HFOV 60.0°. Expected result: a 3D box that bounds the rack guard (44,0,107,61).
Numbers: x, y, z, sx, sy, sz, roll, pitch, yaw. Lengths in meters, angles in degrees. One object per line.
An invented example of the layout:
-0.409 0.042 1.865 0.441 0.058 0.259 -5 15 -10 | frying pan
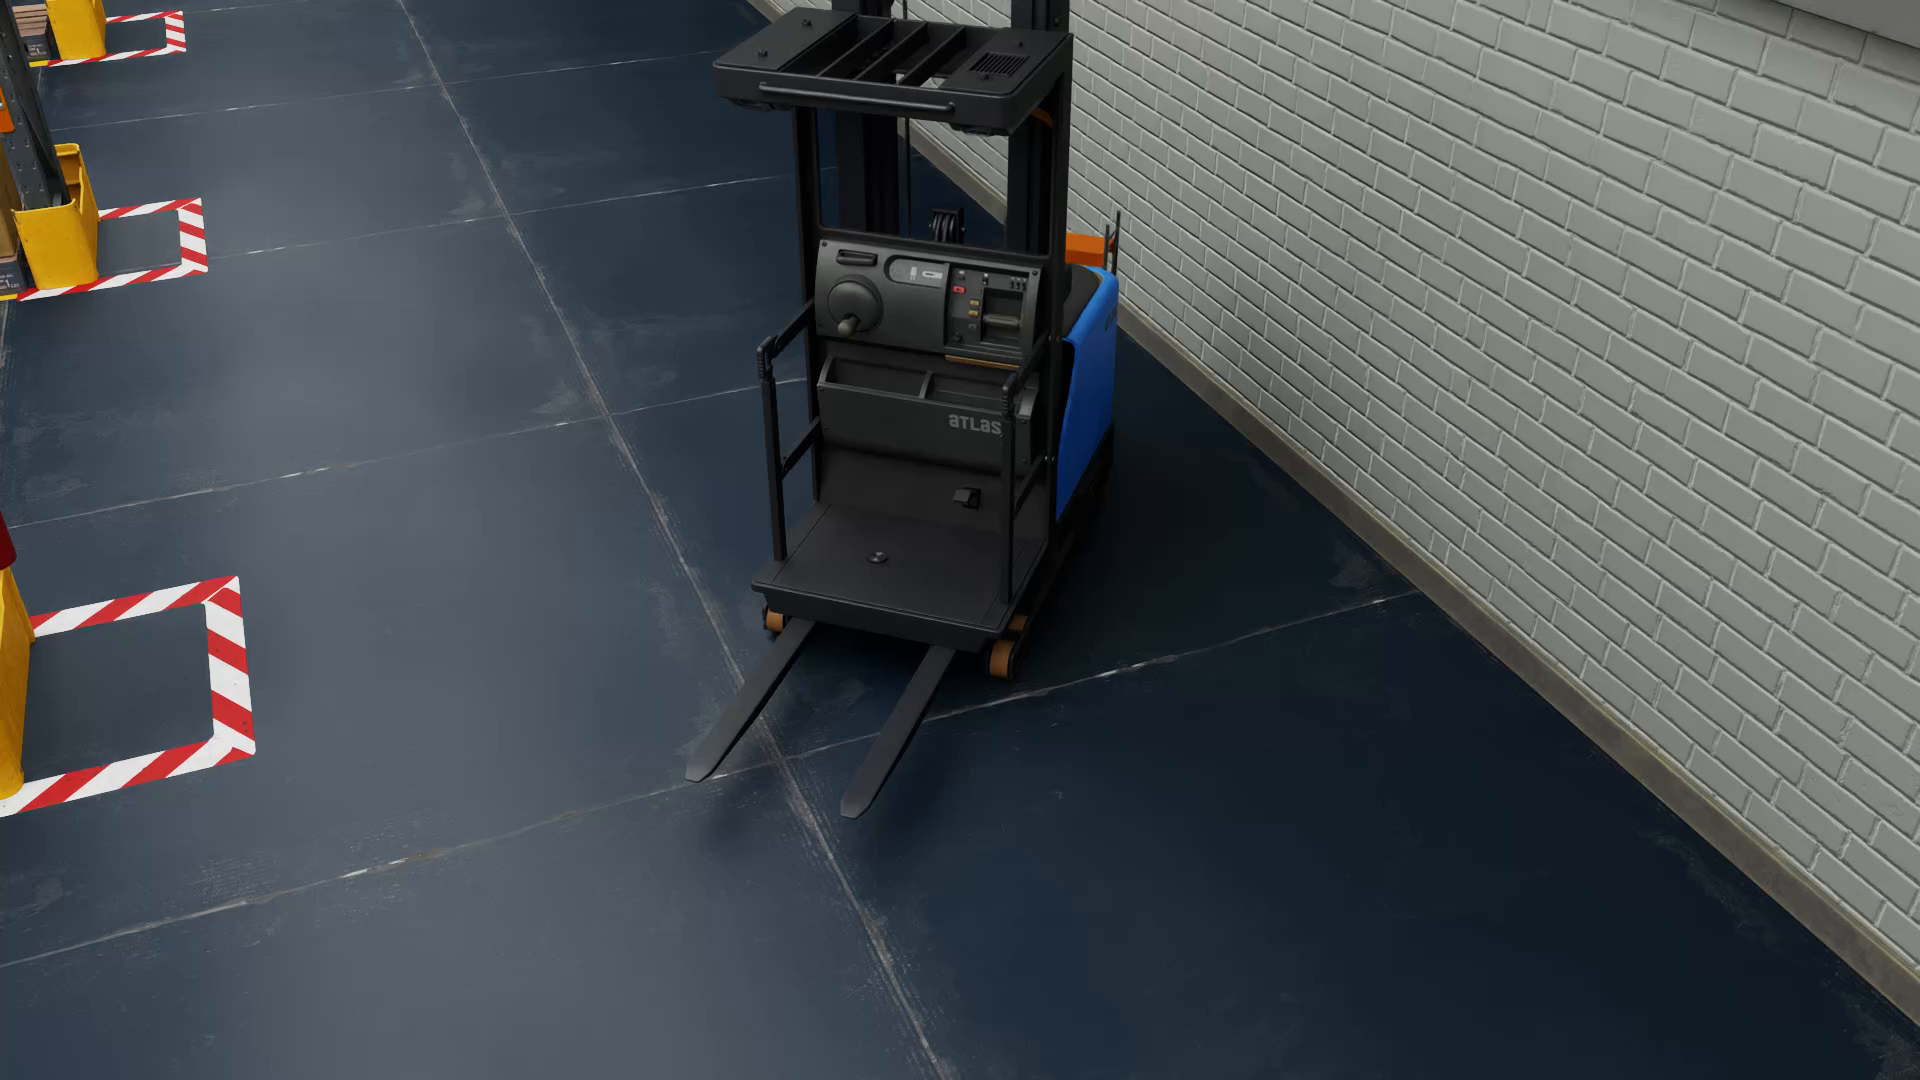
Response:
-7.579 -4.540 14.268 0.348 0.500 1.175 -13 35 -19 | rack guard

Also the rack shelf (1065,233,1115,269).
0.491 -1.389 8.049 0.480 0.148 0.258 10 30 15 | rack shelf

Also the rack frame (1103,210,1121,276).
0.713 -1.002 8.173 0.015 1.200 0.240 10 30 15 | rack frame

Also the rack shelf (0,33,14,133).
-7.523 -2.361 9.288 4.000 0.370 1.077 -13 35 -19 | rack shelf

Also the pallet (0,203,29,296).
-6.386 -1.708 10.182 1.213 0.211 1.003 -13 35 -19 | pallet

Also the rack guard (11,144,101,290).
-5.657 -2.042 10.431 0.348 0.500 1.175 -13 35 -19 | rack guard

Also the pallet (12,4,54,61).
-8.372 -4.252 14.092 1.213 0.211 1.003 -13 35 -19 | pallet

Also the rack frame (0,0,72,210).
-5.679 -3.085 9.741 0.127 3.000 1.000 -13 35 -19 | rack frame

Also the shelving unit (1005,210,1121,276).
0.481 -1.045 8.238 0.503 1.200 0.258 10 30 15 | shelving unit

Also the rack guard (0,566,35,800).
-3.922 0.494 6.532 0.348 0.500 1.175 -13 35 -19 | rack guard

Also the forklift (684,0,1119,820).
-0.200 -0.903 6.451 1.130 2.935 3.031 10 34 15 | forklift

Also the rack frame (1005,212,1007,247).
0.250 -1.087 8.303 0.015 1.200 0.240 10 30 15 | rack frame

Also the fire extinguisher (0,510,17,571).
-3.441 -0.202 5.723 0.183 0.674 0.296 -13 35 -19 | fire extinguisher

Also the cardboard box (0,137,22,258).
-6.238 -2.195 9.936 0.875 0.875 0.875 -13 35 -19 | cardboard box
